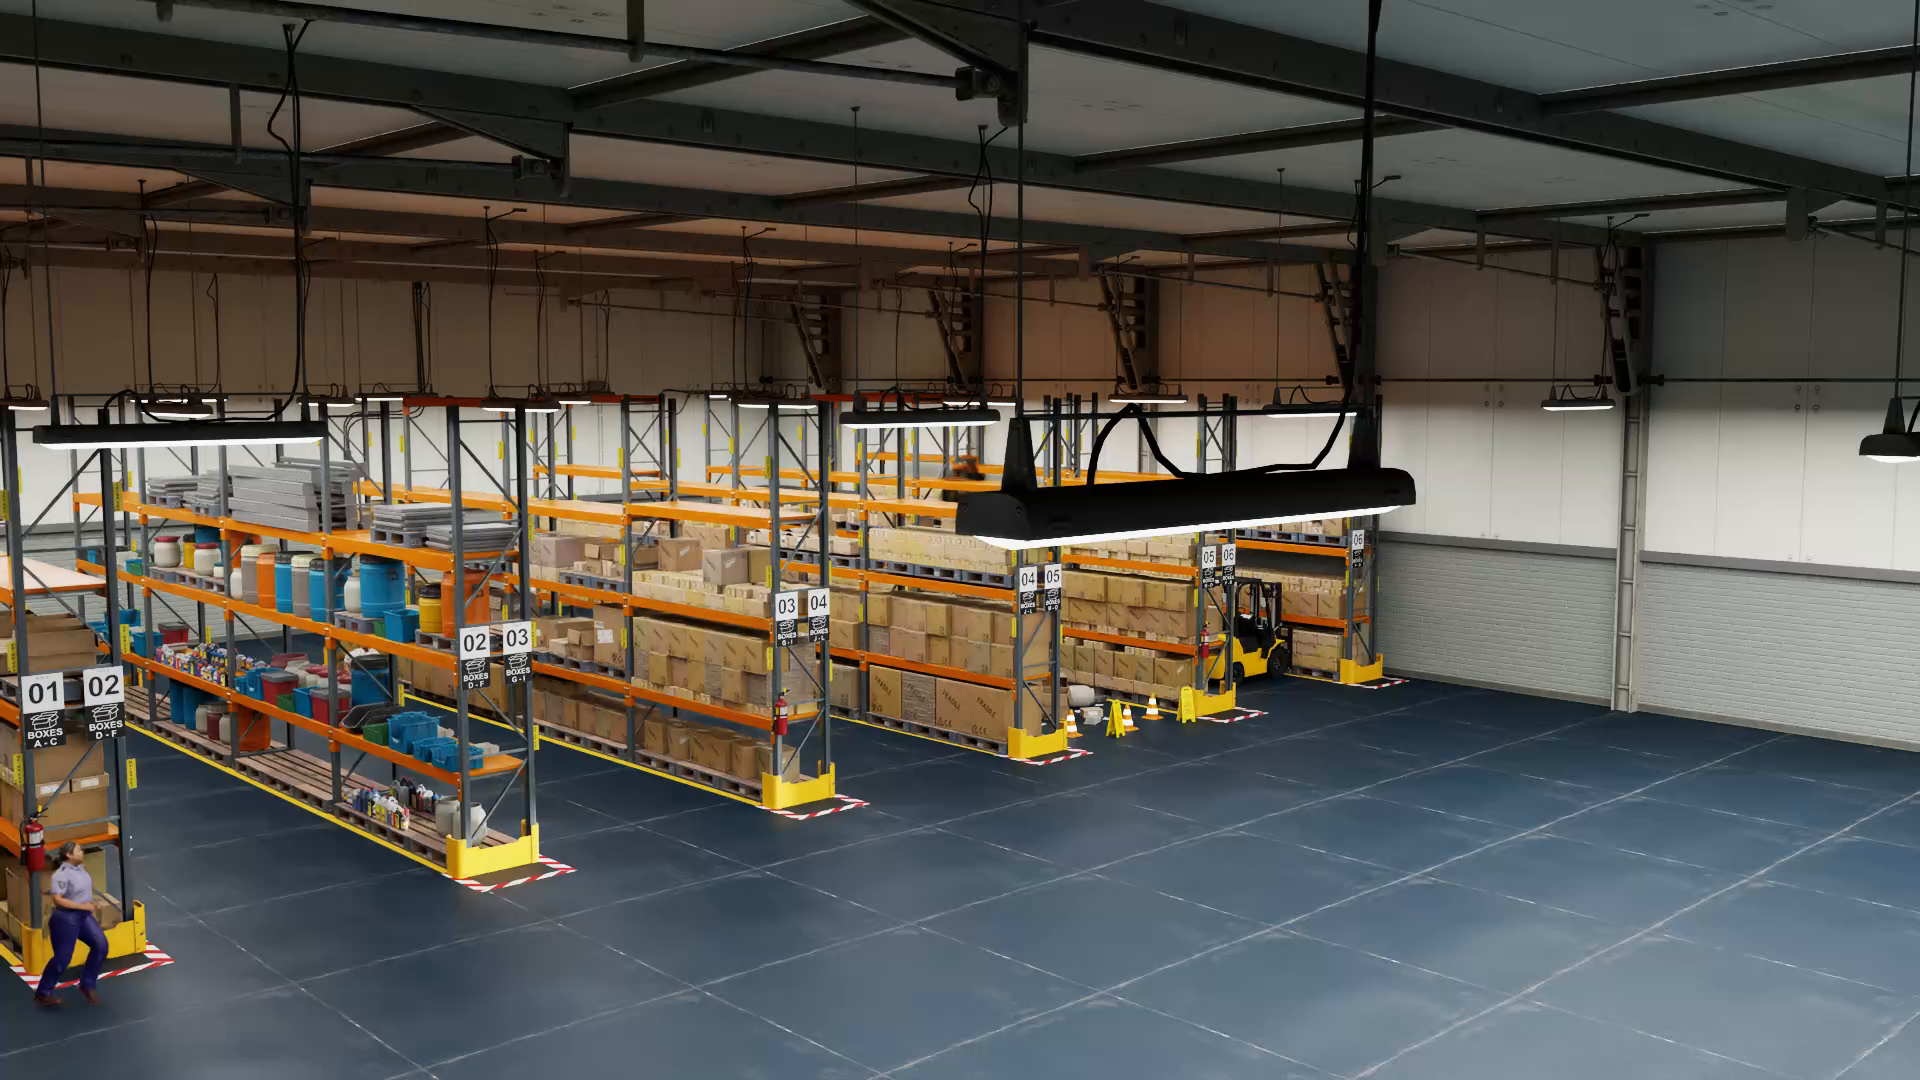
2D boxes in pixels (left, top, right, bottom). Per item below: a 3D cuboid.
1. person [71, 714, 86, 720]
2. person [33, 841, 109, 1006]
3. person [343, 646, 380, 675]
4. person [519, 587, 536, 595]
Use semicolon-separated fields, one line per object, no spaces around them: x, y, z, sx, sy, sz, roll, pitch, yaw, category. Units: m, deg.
-14.623;2.751;27.655;0.862;1.835;0.653;5;8;43;person
-9.023;3.896;16.932;0.656;1.671;0.670;0;6;1;person
-10.651;2.584;29.832;0.719;1.855;0.648;5;7;42;person
-10.584;1.612;40.669;0.446;1.613;0.665;-5;7;-42;person
